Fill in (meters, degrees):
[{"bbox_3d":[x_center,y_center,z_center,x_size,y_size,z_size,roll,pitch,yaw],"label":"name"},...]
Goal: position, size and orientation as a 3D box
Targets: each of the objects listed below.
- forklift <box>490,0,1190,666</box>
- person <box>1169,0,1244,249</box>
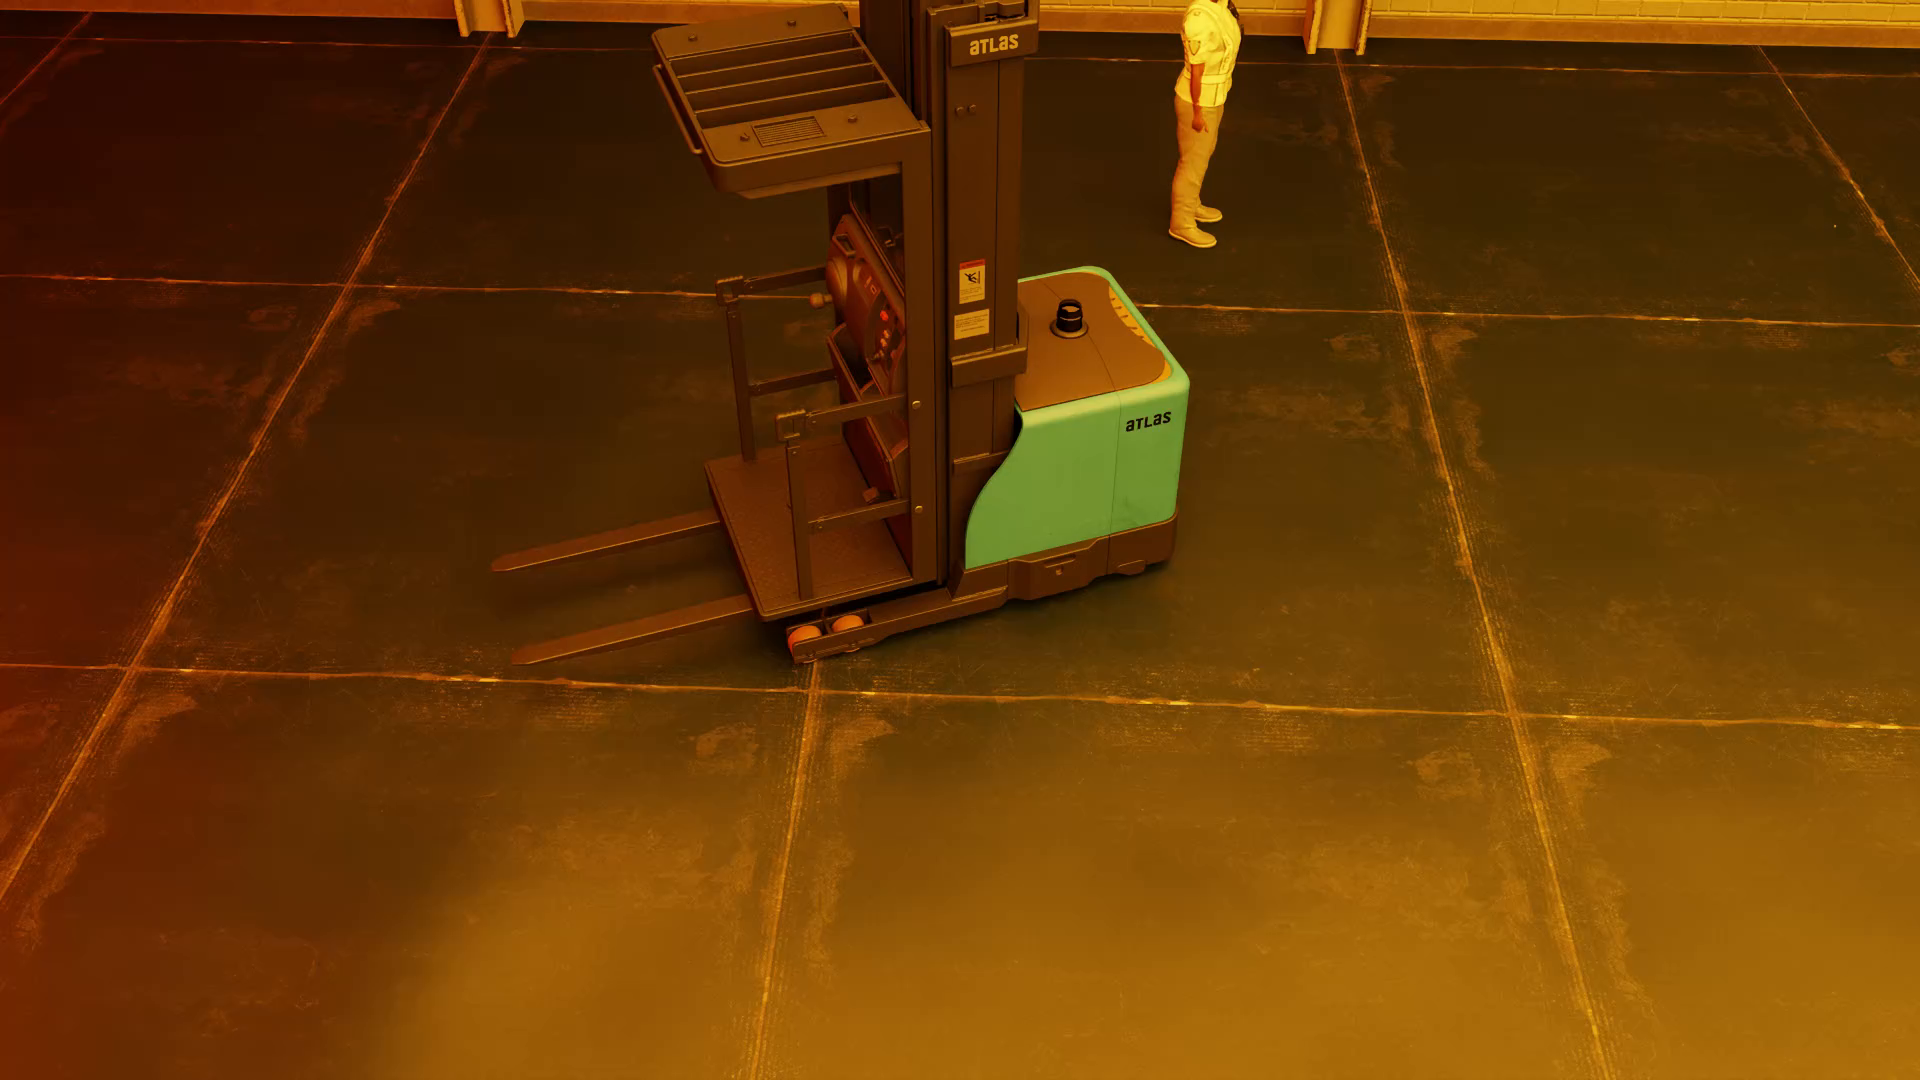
[{"bbox_3d":[-0.573,-0.945,6.778,3.031,2.935,1.130,-13,44,-14],"label":"forklift"},{"bbox_3d":[1.388,-2.503,9.407,0.354,1.695,0.444,11,44,12],"label":"person"}]
